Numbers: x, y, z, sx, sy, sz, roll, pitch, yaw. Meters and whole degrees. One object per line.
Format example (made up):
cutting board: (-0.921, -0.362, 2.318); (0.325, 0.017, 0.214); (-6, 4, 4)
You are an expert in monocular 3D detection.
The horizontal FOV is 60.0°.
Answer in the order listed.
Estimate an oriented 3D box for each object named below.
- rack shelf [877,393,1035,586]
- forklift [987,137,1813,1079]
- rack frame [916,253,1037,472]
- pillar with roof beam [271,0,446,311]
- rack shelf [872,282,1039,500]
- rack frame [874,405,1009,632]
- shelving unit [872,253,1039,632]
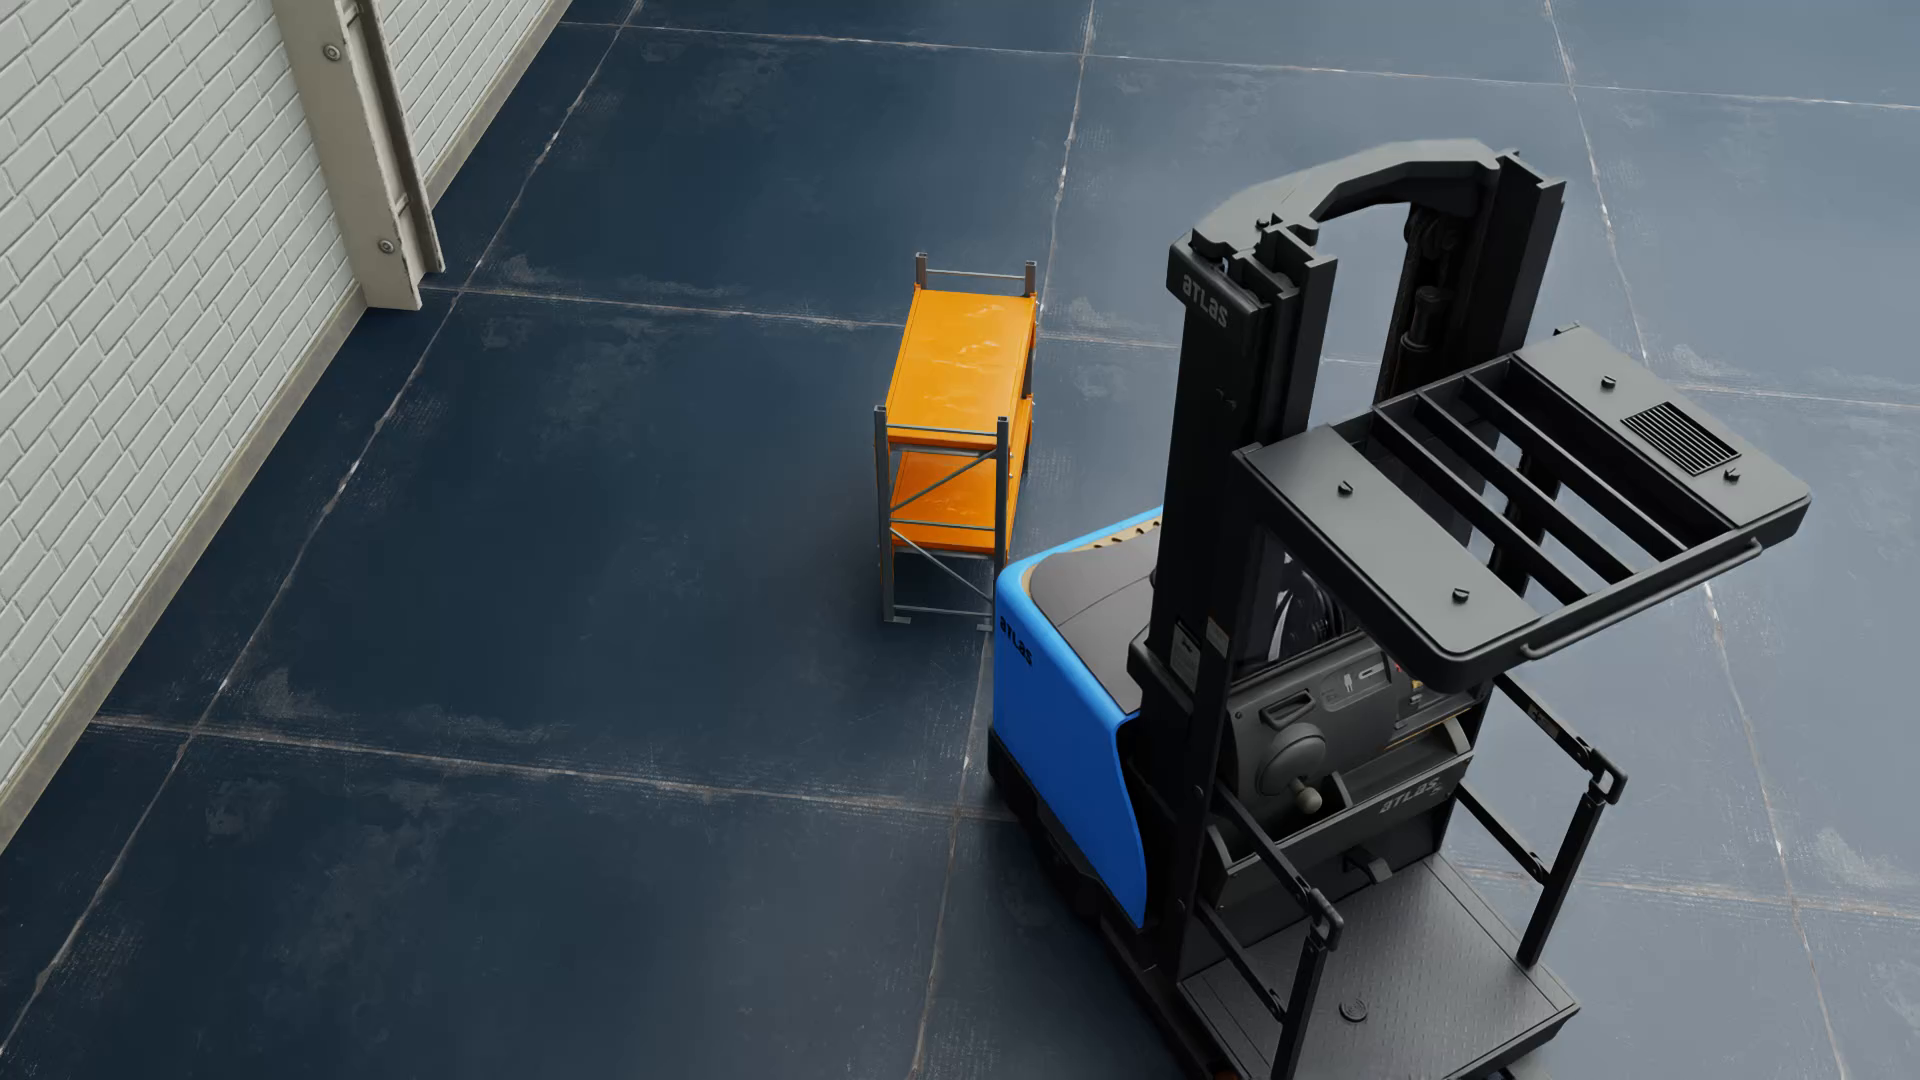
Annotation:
rack shelf: (-0.001, -0.226, 7.049); (0.538, 0.278, 1.000); (5, 44, 6)
forklift: (1.253, 0.545, 4.564); (1.130, 2.935, 3.031); (-21, 47, -20)
rack frame: (0.066, -0.750, 7.246); (0.500, 1.125, 0.032); (5, 44, 6)
pillar with roof beam: (1.369, -4.200, 5.163); (9.100, 9.000, 0.400); (5, 44, 6)
rack shelf: (-0.001, -0.616, 6.679); (0.538, 0.278, 1.000); (5, 44, 6)
rack frame: (-0.068, -0.057, 6.515); (0.500, 1.125, 0.032); (5, 44, 6)
shelving unit: (-0.001, -0.404, 6.881); (0.538, 1.125, 1.048); (5, 44, 6)
